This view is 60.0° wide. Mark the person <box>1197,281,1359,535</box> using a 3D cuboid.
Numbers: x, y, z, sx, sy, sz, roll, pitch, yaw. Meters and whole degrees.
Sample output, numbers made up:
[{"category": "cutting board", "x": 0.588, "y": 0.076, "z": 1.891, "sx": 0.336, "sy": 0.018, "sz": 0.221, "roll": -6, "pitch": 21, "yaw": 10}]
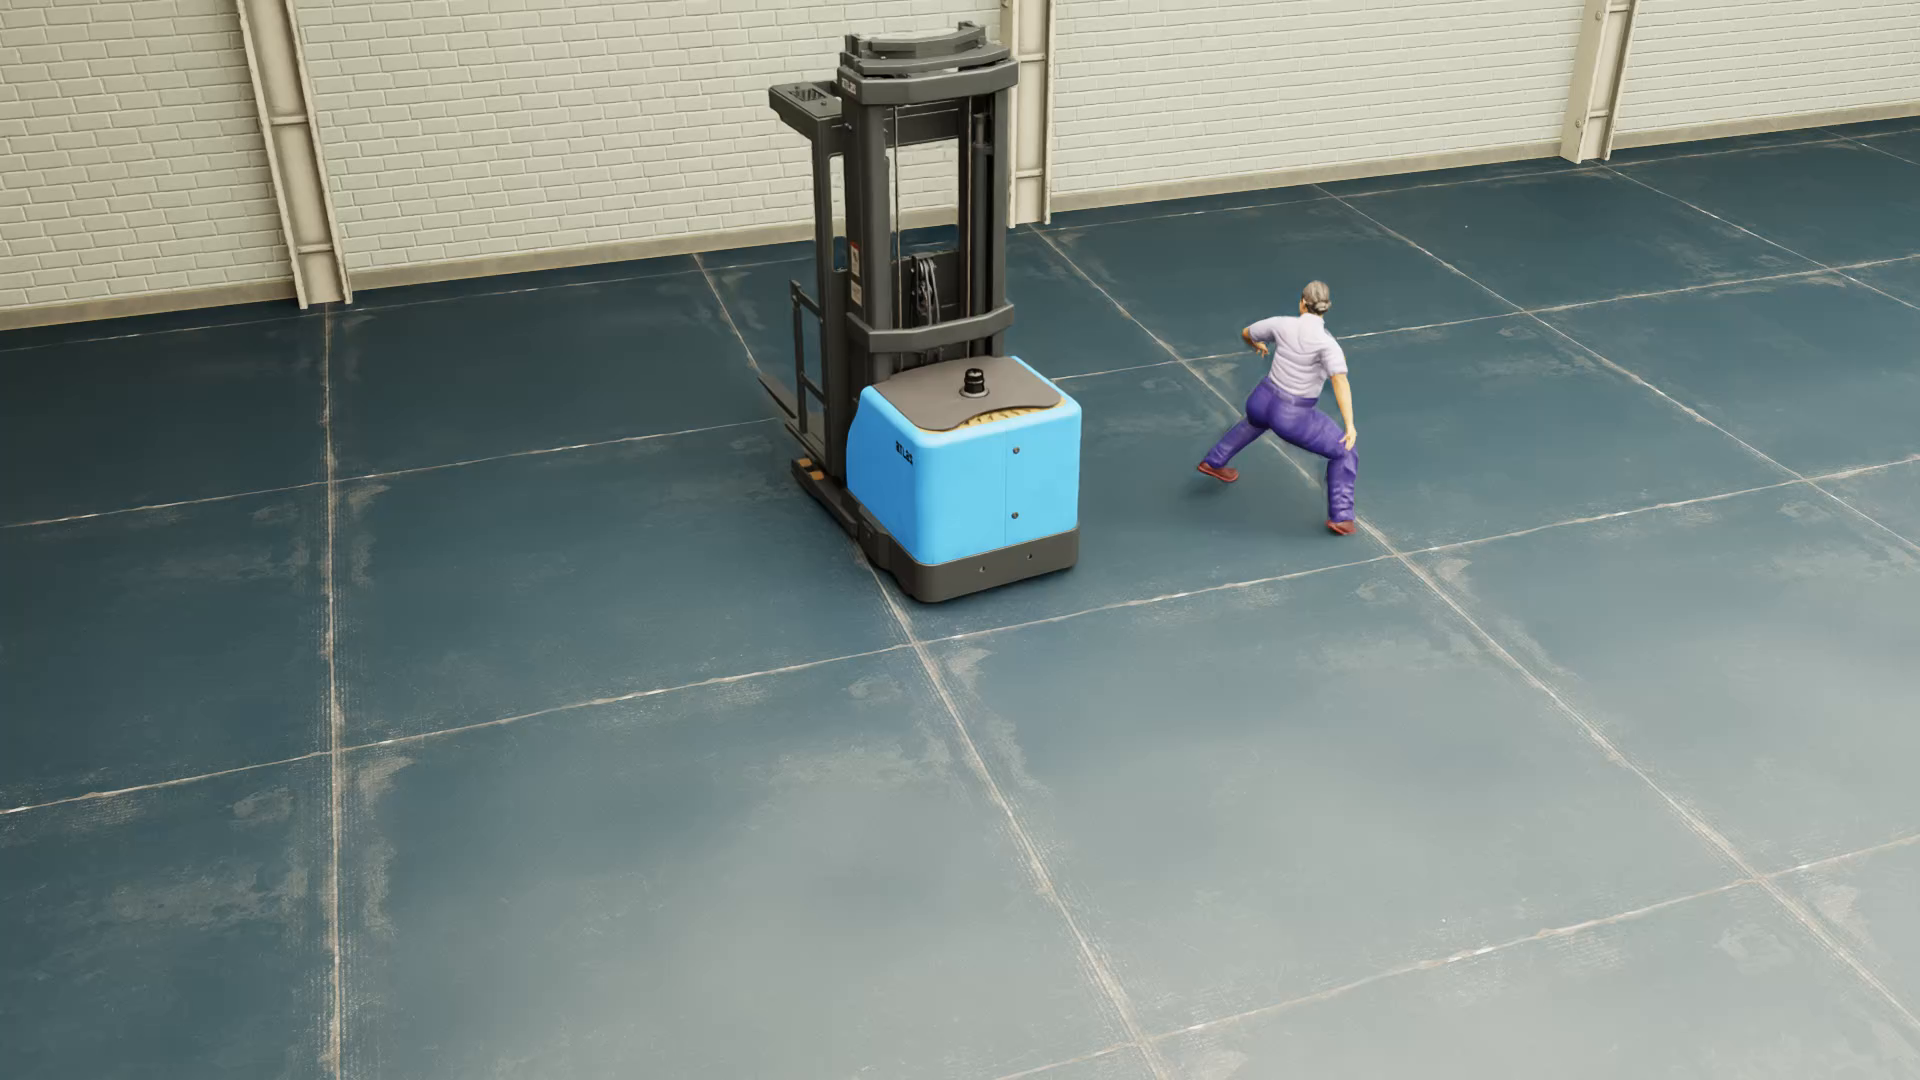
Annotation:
[{"category": "person", "x": 2.020, "y": -0.771, "z": 9.965, "sx": 0.526, "sy": 1.579, "sz": 1.125, "roll": -21, "pitch": 36, "yaw": -31}]

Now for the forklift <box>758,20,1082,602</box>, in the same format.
[{"category": "forklift", "x": -0.425, "y": -1.632, "z": 9.924, "sx": 1.130, "sy": 2.935, "sz": 3.031, "roll": -14, "pitch": 33, "yaw": -23}]
